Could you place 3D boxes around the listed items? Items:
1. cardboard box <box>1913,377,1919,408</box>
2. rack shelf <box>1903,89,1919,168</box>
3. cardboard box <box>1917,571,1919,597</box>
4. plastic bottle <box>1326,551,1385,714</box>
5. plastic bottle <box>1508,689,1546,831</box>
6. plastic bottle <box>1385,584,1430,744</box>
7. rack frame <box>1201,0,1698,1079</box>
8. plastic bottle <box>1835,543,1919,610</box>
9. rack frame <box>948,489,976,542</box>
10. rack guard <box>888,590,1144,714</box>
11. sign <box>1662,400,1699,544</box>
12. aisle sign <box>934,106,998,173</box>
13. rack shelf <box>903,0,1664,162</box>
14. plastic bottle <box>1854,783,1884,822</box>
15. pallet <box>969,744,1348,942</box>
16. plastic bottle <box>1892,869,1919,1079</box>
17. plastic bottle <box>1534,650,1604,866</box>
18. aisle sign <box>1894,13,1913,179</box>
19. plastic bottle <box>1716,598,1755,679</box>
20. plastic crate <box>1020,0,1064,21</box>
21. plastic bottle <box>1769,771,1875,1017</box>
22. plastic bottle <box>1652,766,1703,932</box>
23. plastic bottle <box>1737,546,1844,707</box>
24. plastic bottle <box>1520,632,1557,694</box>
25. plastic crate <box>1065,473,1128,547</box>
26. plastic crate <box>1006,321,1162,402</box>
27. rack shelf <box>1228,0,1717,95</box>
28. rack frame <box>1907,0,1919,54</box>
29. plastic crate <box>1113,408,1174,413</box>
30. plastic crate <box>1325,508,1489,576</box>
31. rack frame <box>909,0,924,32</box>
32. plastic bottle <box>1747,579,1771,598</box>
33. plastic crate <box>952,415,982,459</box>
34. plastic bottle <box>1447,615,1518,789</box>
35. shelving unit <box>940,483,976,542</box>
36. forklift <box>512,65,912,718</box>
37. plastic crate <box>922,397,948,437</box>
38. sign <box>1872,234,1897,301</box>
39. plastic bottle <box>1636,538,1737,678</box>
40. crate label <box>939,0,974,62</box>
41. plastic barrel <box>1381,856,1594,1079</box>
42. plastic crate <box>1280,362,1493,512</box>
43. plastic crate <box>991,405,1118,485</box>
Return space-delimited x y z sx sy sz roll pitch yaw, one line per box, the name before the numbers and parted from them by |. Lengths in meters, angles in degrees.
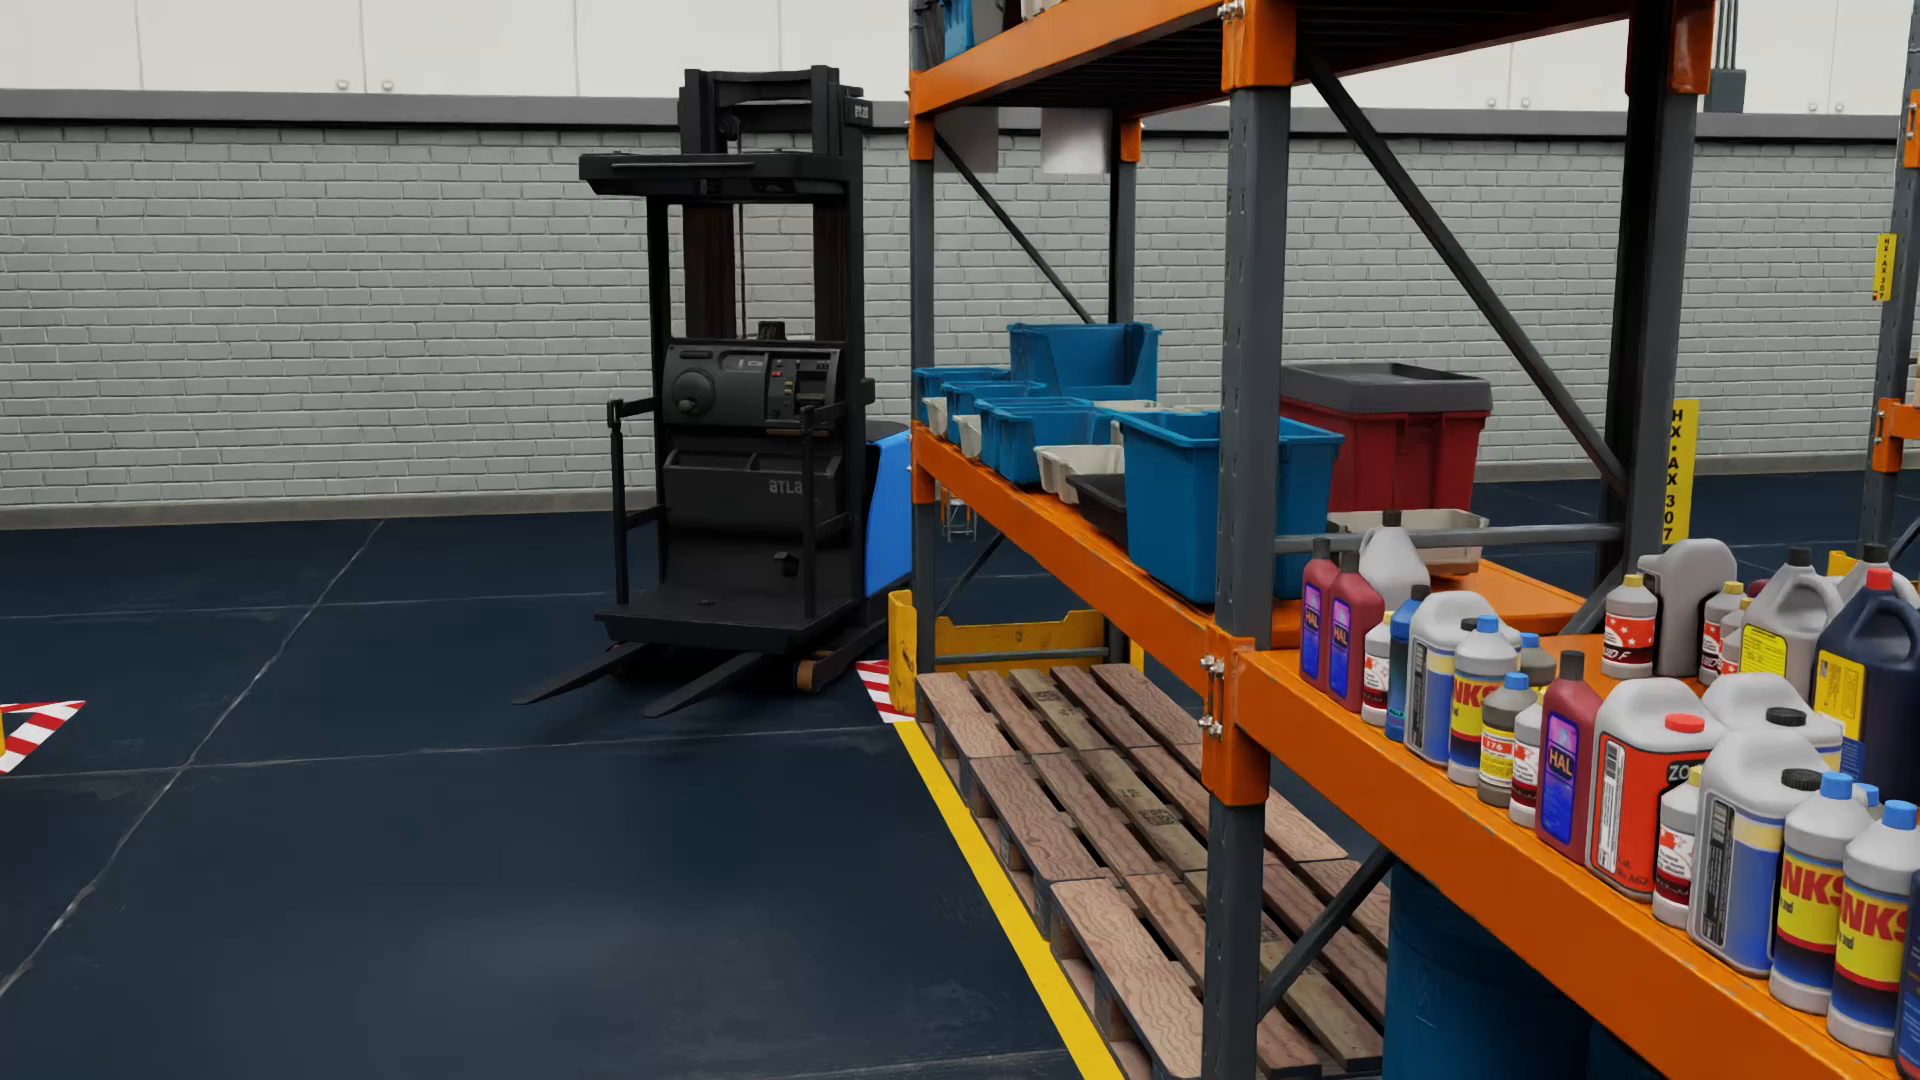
cardboard box | 4.884 -0.709 8.071 0.380 0.149 0.250 -2 11 -10
rack shelf | 5.528 -1.663 6.312 1.077 0.370 4.000 -2 11 -11
cardboard box | 5.342 0.042 8.010 0.875 0.875 0.875 -2 11 -11
plastic bottle | 0.738 0.169 3.099 0.061 0.283 0.133 -2 11 -11
plastic bottle | 0.880 0.326 2.494 0.097 0.201 0.097 0 11 0
plastic bottle | 0.797 0.213 2.899 0.097 0.271 0.097 0 11 0
rack frame | 1.062 0.004 3.652 0.949 2.616 0.053 -2 11 -11
plastic bottle | 1.558 0.185 2.833 0.144 0.351 0.185 -2 11 -11
rack frame | 0.013 -0.503 11.532 0.200 1.050 0.008 -2 11 -11
rack guard | 0.263 0.495 7.761 1.175 0.500 0.348 -2 11 -11
sign | 1.599 -0.151 3.729 0.100 0.325 0.005 -2 11 -11
aisle sign | -0.025 -2.009 7.276 0.394 0.787 0.004 -2 11 -11
rack shelf | 0.670 -1.483 5.366 1.077 0.370 4.000 -2 11 -11
plastic bottle | 1.119 0.405 2.078 0.097 0.201 0.097 0 11 0
pallet | 0.637 1.016 5.792 1.003 0.211 1.213 -2 11 -11
plastic bottle | 1.065 0.405 1.680 0.144 0.351 0.185 -2 11 -11
plastic bottle | 0.884 0.307 2.372 0.061 0.283 0.133 -2 11 -11
aisle sign | 4.831 -2.189 8.221 0.394 0.787 0.004 -2 11 -11
plastic bottle | 1.468 0.209 3.106 0.097 0.201 0.097 0 11 0
plastic crate | 0.409 -1.727 5.042 0.437 0.282 0.530 -2 11 -11
plastic bottle | 0.996 0.401 1.912 0.097 0.271 0.097 0 11 0
plastic bottle | 0.951 0.393 2.142 0.097 0.201 0.097 0 11 0
plastic bottle | 1.417 0.190 2.806 0.144 0.351 0.185 -2 11 -11
plastic bottle | 0.965 0.260 2.841 0.097 0.201 0.097 0 11 0
plastic crate | 0.578 -0.086 4.699 0.437 0.125 0.590 -2 11 -11
plastic crate | 0.529 -0.722 7.210 0.616 0.435 0.499 -2 11 -11
rack shelf | 1.448 -0.749 1.511 1.077 0.370 4.000 -2 11 -11
rack frame | 5.139 -3.857 7.892 1.000 3.000 0.127 -2 11 -11
plastic crate | 0.659 -0.433 6.492 0.396 0.136 0.243 -2 11 -11
plastic crate | 1.108 0.014 4.147 0.396 0.136 0.243 -2 11 -11
rack frame | 0.281 -3.676 6.945 1.000 3.000 0.127 -2 11 -11
plastic bottle | 1.542 0.163 3.130 0.061 0.283 0.133 -2 11 -11
plastic crate | 0.119 -0.386 6.246 0.250 0.136 0.298 -2 11 -11
plastic bottle | 0.842 0.256 2.675 0.097 0.271 0.097 0 11 0
shelving unit | -0.010 -0.526 11.650 0.215 1.050 0.252 -2 11 -11
forklift | -1.097 -0.793 8.023 1.130 2.935 3.031 3 11 17
plastic crate | -0.013 -0.510 6.900 0.250 0.136 0.298 -2 11 -11
sign | 4.594 -1.355 8.264 0.100 0.325 0.005 -2 11 -11
plastic bottle | 1.452 0.126 3.345 0.152 0.276 0.135 -2 11 -11
crate label | 0.143 -1.949 6.289 0.408 0.251 0.502 -2 11 -11
plastic barrel | 1.148 0.929 3.281 0.600 0.901 0.708 -2 11 -11
plastic crate | 1.131 -0.230 4.548 0.402 0.464 0.583 -2 11 -11
plastic crate | 0.320 -0.323 5.657 0.416 0.233 0.300 -2 11 -11
